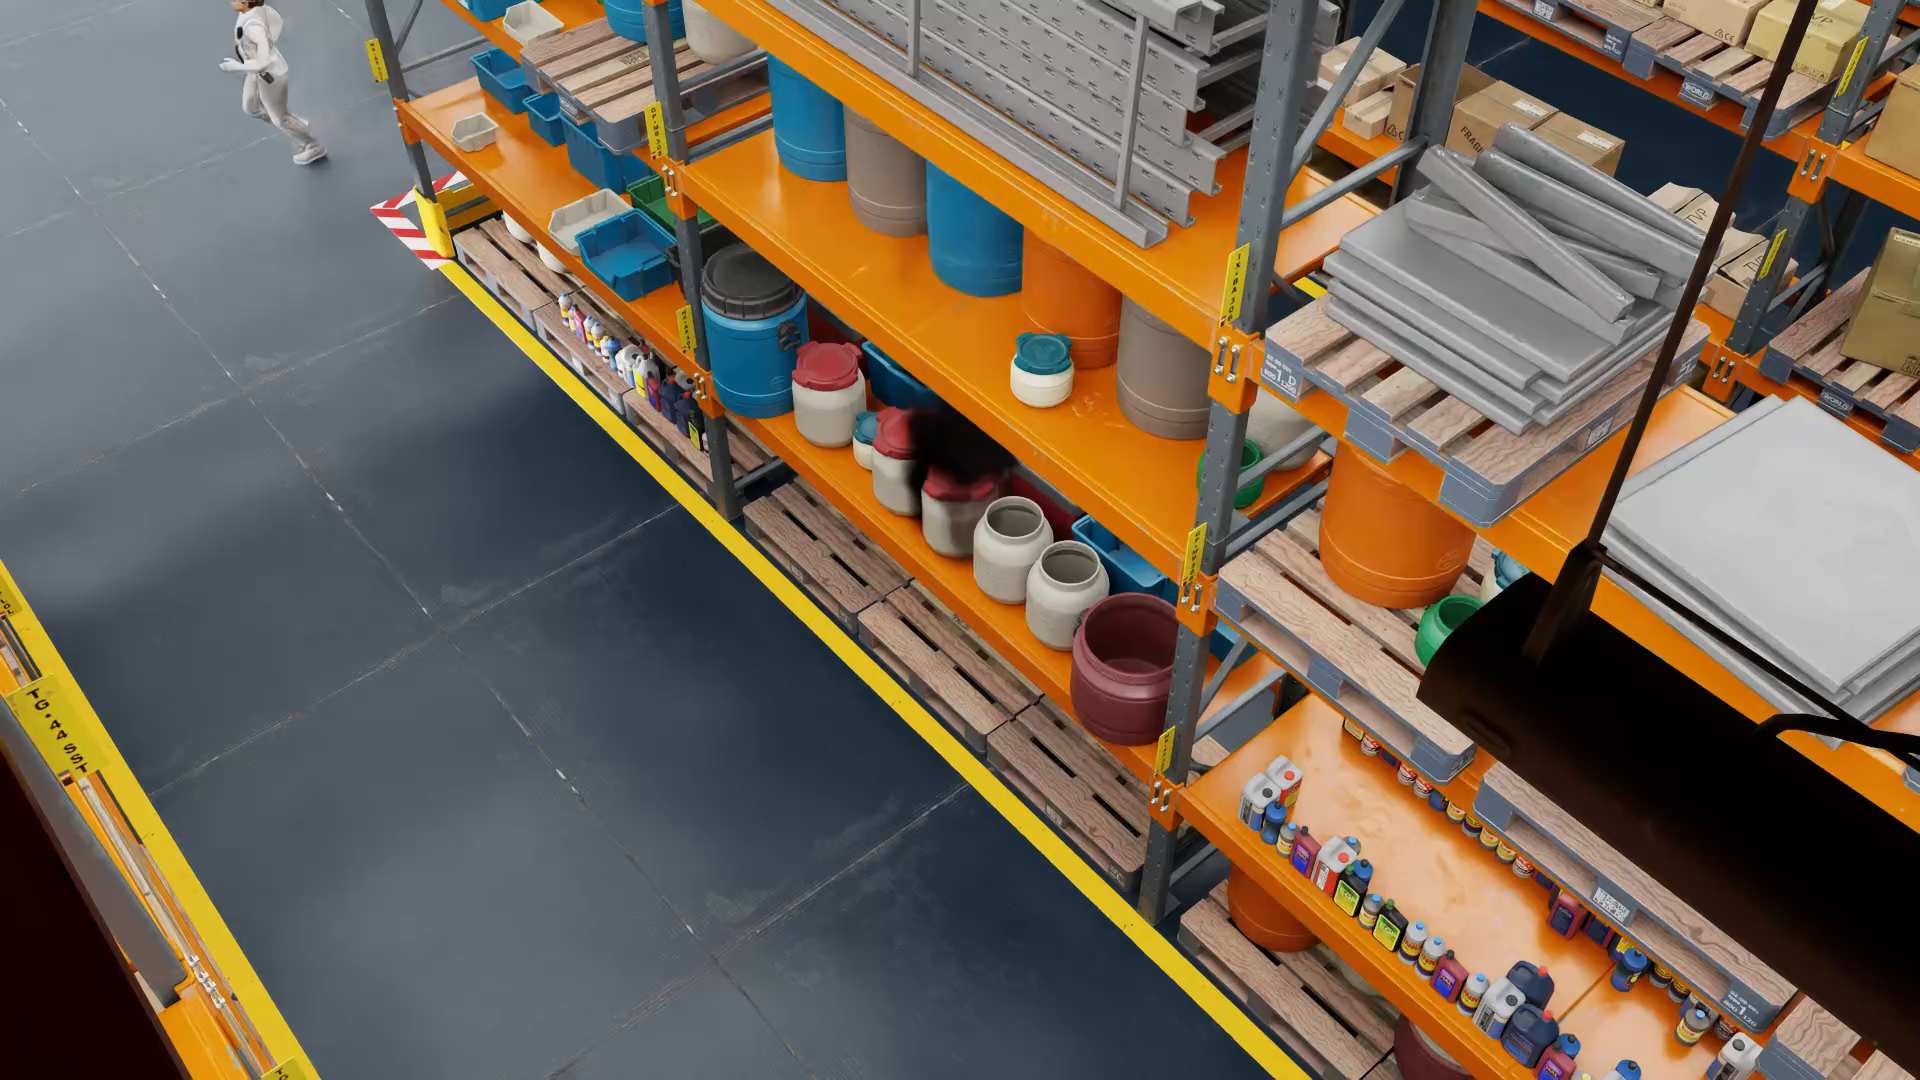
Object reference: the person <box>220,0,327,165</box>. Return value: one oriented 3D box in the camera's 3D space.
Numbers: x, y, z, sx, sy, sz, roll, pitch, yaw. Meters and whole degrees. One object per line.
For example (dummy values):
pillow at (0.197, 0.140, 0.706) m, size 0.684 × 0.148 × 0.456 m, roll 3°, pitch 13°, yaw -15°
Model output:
person at (-5.618, -3.758, 13.400) m, size 0.584 × 1.664 × 0.601 m, roll -17°, pitch 49°, yaw -16°
